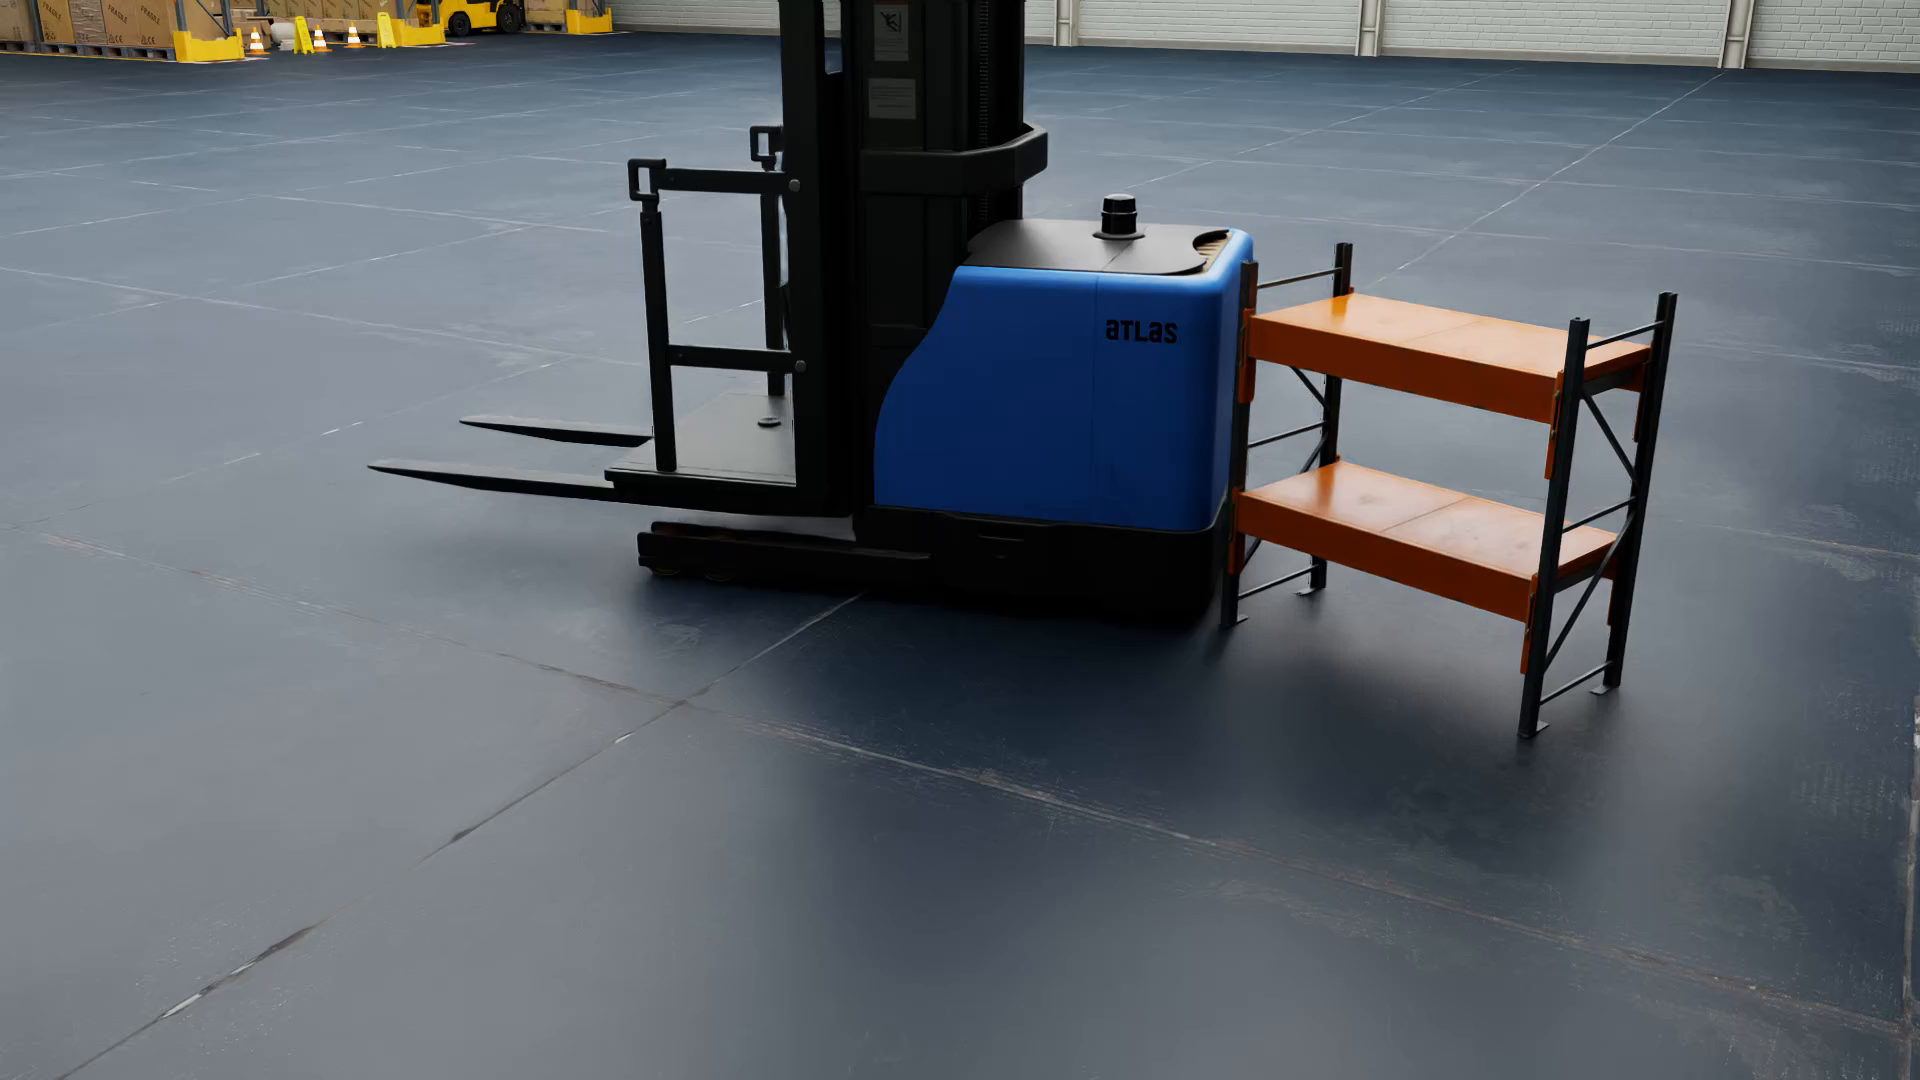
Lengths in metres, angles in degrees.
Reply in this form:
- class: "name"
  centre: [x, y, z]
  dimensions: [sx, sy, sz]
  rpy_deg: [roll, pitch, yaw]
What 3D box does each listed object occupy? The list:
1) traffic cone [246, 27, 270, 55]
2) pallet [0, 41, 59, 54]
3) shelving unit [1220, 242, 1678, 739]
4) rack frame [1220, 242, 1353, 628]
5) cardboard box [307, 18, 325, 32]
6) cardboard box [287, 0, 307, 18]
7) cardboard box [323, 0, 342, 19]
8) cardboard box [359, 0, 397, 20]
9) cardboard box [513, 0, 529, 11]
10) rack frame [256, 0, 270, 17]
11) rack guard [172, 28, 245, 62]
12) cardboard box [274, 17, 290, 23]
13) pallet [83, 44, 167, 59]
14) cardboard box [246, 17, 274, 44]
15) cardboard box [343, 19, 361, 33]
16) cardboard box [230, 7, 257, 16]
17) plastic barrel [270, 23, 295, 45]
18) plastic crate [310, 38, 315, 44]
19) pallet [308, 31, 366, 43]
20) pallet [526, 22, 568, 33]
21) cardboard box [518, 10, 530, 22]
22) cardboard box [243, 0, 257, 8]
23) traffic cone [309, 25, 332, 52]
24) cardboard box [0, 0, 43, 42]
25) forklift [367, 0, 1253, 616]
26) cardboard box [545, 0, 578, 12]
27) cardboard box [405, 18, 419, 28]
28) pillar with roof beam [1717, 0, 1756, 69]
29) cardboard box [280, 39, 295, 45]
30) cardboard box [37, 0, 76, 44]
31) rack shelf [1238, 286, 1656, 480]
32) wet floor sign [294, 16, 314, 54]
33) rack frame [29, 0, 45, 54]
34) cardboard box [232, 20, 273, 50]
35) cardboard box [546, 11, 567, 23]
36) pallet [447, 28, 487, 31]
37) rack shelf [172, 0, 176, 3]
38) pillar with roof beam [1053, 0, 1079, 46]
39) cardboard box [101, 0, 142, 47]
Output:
- class: "traffic cone"
  centre: [-12.753, -9.046, 30.125]
  dimensions: [0.334, 0.463, 0.336]
  rpy_deg: [11, 23, 27]
- class: "pallet"
  centre: [-17.184, -9.188, 30.885]
  dimensions: [1.213, 0.211, 1.003]
  rpy_deg: [11, 23, 27]
- class: "shelving unit"
  centre: [1.340, -0.191, 4.743]
  dimensions: [0.538, 1.125, 1.048]
  rpy_deg: [-17, 26, -39]
- class: "rack frame"
  centre: [1.000, -0.320, 5.098]
  dimensions: [0.500, 1.125, 0.032]
  rpy_deg: [-17, 26, -39]
- class: "cardboard box"
  centre: [-12.828, -10.437, 33.655]
  dimensions: [0.500, 0.250, 0.500]
  rpy_deg: [10, 22, 27]
- class: "cardboard box"
  centre: [-13.291, -10.877, 33.768]
  dimensions: [0.500, 0.500, 0.500]
  rpy_deg: [12, 23, 29]
- class: "cardboard box"
  centre: [-12.377, -10.703, 33.289]
  dimensions: [0.500, 0.500, 0.500]
  rpy_deg: [10, 22, 26]
- class: "cardboard box"
  centre: [-11.482, -10.531, 32.815]
  dimensions: [0.500, 0.500, 0.500]
  rpy_deg: [11, 23, 28]
- class: "cardboard box"
  centre: [-9.709, -11.991, 37.205]
  dimensions: [0.500, 0.250, 0.500]
  rpy_deg: [10, 22, 26]
- class: "rack frame"
  centre: [-14.148, -11.883, 34.226]
  dimensions: [0.127, 3.000, 1.000]
  rpy_deg: [11, 23, 27]
- class: "rack guard"
  centre: [-12.960, -8.549, 28.699]
  dimensions: [0.348, 0.500, 1.175]
  rpy_deg: [11, 23, 27]
- class: "cardboard box"
  centre: [-13.764, -10.610, 34.132]
  dimensions: [0.500, 0.250, 0.500]
  rpy_deg: [10, 22, 25]
- class: "pallet"
  centre: [-14.779, -8.730, 29.622]
  dimensions: [1.213, 0.211, 1.003]
  rpy_deg: [11, 23, 27]
- class: "cardboard box"
  centre: [-13.876, -10.126, 33.044]
  dimensions: [0.500, 0.500, 0.500]
  rpy_deg: [-7, 21, -20]
- class: "cardboard box"
  centre: [-11.941, -10.266, 33.184]
  dimensions: [0.500, 0.250, 0.500]
  rpy_deg: [11, 23, 27]
- class: "cardboard box"
  centre: [-15.236, -11.051, 35.168]
  dimensions: [0.625, 0.372, 0.950]
  rpy_deg: [12, 23, 31]
- class: "plastic barrel"
  centre: [-13.197, -9.900, 32.536]
  dimensions: [0.512, 0.421, 0.421]
  rpy_deg: [-7, 21, -20]
- class: "plastic crate"
  centre: [-13.177, -10.006, 33.332]
  dimensions: [0.583, 0.080, 0.402]
  rpy_deg: [3, 20, 9]
- class: "pallet"
  centre: [-12.475, -10.269, 33.865]
  dimensions: [1.213, 0.211, 1.003]
  rpy_deg: [11, 23, 27]
- class: "pallet"
  centre: [-8.926, -11.500, 37.260]
  dimensions: [1.213, 0.211, 1.003]
  rpy_deg: [11, 23, 27]
- class: "cardboard box"
  centre: [-9.664, -11.757, 37.294]
  dimensions: [0.500, 0.250, 0.500]
  rpy_deg: [11, 23, 28]
- class: "cardboard box"
  centre: [-17.499, -13.397, 41.449]
  dimensions: [0.500, 0.500, 0.500]
  rpy_deg: [10, 22, 26]
- class: "traffic cone"
  centre: [-11.905, -9.326, 30.897]
  dimensions: [0.334, 0.463, 0.336]
  rpy_deg: [11, 23, 27]
- class: "cardboard box"
  centre: [-17.059, -9.609, 30.640]
  dimensions: [0.750, 0.750, 1.050]
  rpy_deg: [11, 23, 27]
- class: "forklift"
  centre: [-0.573, -1.406, 5.443]
  dimensions: [3.031, 2.935, 1.130]
  rpy_deg: [5, 21, 14]
- class: "cardboard box"
  centre: [-8.816, -11.824, 36.747]
  dimensions: [0.500, 0.250, 0.500]
  rpy_deg: [10, 22, 27]
- class: "cardboard box"
  centre: [-11.225, -10.340, 33.387]
  dimensions: [0.500, 0.250, 0.500]
  rpy_deg: [11, 22, 27]
- class: "pillar with roof beam"
  centre: [10.446, -10.628, 21.968]
  dimensions: [0.400, 9.000, 9.100]
  rpy_deg: [11, 23, 27]
- class: "cardboard box"
  centre: [-12.784, -9.495, 31.821]
  dimensions: [0.380, 0.149, 0.250]
  rpy_deg: [-11, 23, -29]
- class: "cardboard box"
  centre: [-15.959, -9.466, 30.063]
  dimensions: [0.875, 0.875, 0.875]
  rpy_deg: [11, 23, 28]
- class: "rack shelf"
  centre: [1.340, -0.467, 4.643]
  dimensions: [0.538, 0.278, 1.000]
  rpy_deg: [-17, 26, -39]
- class: "wet floor sign"
  centre: [-11.991, -9.206, 30.297]
  dimensions: [0.232, 0.644, 0.267]
  rpy_deg: [7, 21, 18]
- class: "rack frame"
  centre: [-16.474, -10.393, 30.118]
  dimensions: [0.127, 3.000, 1.000]
  rpy_deg: [11, 23, 27]
- class: "cardboard box"
  centre: [-13.424, -9.583, 31.546]
  dimensions: [0.637, 0.503, 0.797]
  rpy_deg: [-4, 20, -10]
- class: "cardboard box"
  centre: [-8.802, -11.585, 36.821]
  dimensions: [0.500, 0.250, 0.500]
  rpy_deg: [11, 23, 28]
- class: "pallet"
  centre: [-11.056, -11.906, 38.378]
  dimensions: [1.213, 0.211, 1.003]
  rpy_deg: [11, 23, 27]
- class: "rack shelf"
  centre: [-14.728, -9.722, 29.323]
  dimensions: [4.000, 0.370, 1.077]
  rpy_deg: [11, 23, 27]
- class: "pillar with roof beam"
  centre: [-0.030, -12.624, 27.469]
  dimensions: [0.400, 9.000, 9.100]
  rpy_deg: [11, 23, 27]
- class: "cardboard box"
  centre: [-14.375, -9.165, 29.233]
  dimensions: [0.875, 0.875, 0.875]
  rpy_deg: [10, 22, 26]
